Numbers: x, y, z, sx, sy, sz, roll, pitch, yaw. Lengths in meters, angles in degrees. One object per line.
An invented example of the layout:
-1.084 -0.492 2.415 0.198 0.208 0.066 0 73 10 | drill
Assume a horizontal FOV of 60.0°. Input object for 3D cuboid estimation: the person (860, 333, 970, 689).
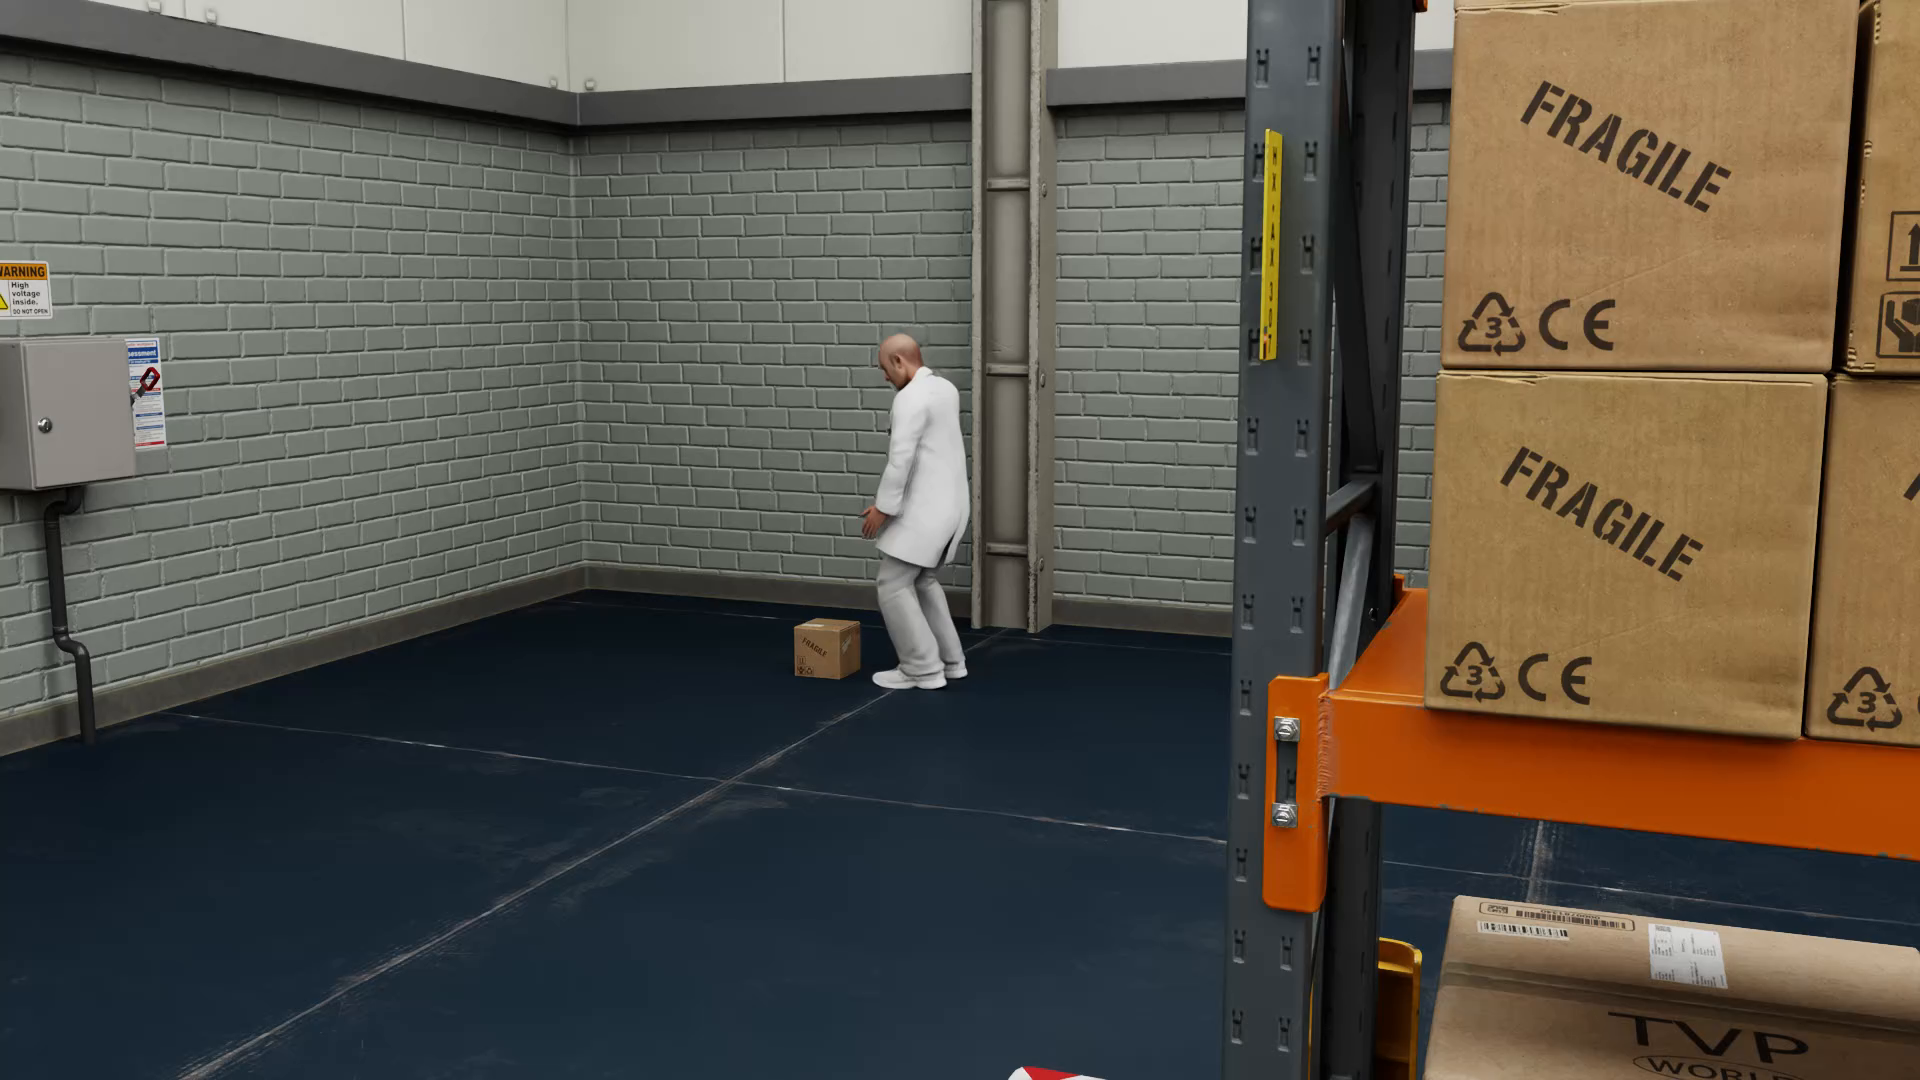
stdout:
-0.200 -0.139 8.074 0.435 1.715 0.595 4 9 23 | person
